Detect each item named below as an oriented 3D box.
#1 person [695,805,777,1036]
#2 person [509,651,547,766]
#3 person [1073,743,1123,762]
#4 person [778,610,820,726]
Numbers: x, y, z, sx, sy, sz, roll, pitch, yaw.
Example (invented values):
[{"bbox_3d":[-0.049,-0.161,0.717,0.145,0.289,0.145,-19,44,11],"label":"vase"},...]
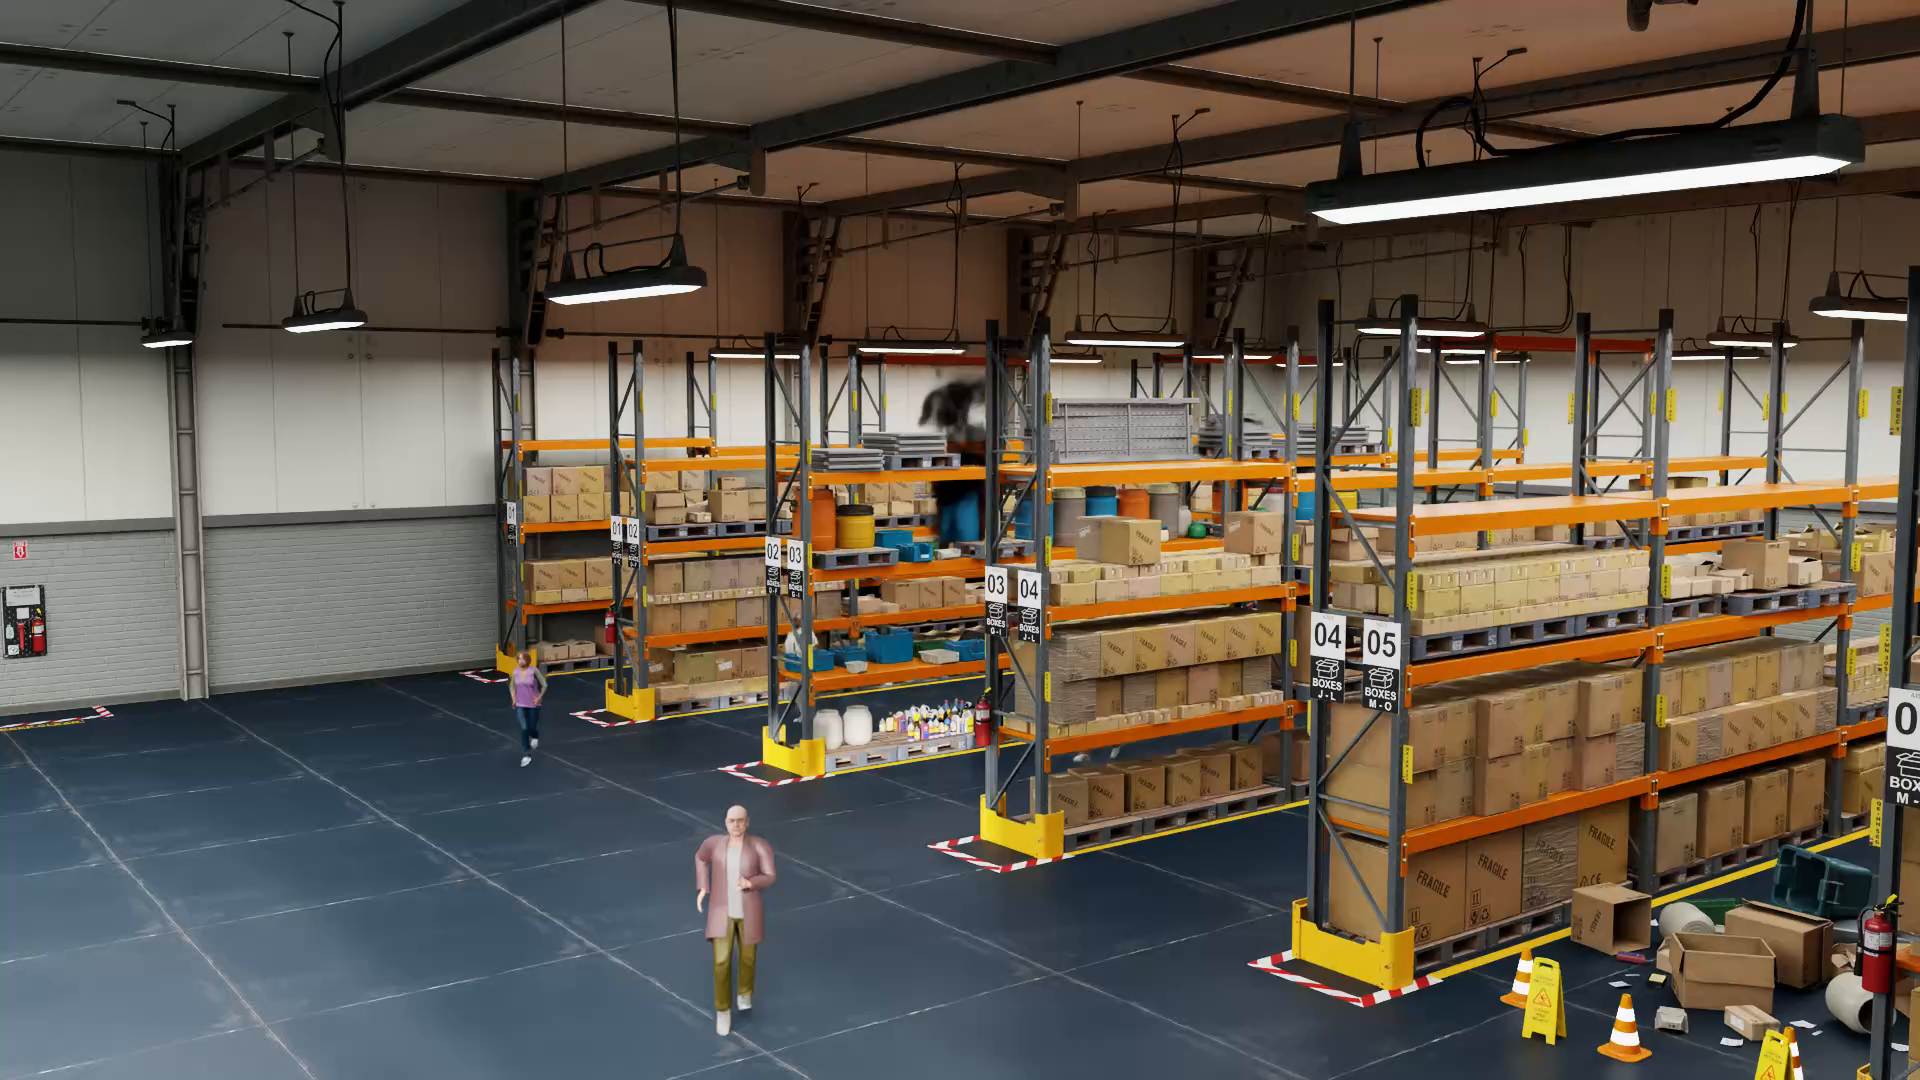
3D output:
[{"bbox_3d":[-1.837,3.132,13.635,0.668,1.752,0.825,-1,5,-7],"label":"person"},{"bbox_3d":[-6.060,2.333,23.390,0.540,1.596,0.674,0,5,-1],"label":"person"},{"bbox_3d":[1.825,2.228,22.118,0.848,1.417,0.586,-4,7,-41],"label":"person"},{"bbox_3d":[-2.445,1.895,24.600,0.572,1.723,0.563,-4,6,-39],"label":"person"}]
